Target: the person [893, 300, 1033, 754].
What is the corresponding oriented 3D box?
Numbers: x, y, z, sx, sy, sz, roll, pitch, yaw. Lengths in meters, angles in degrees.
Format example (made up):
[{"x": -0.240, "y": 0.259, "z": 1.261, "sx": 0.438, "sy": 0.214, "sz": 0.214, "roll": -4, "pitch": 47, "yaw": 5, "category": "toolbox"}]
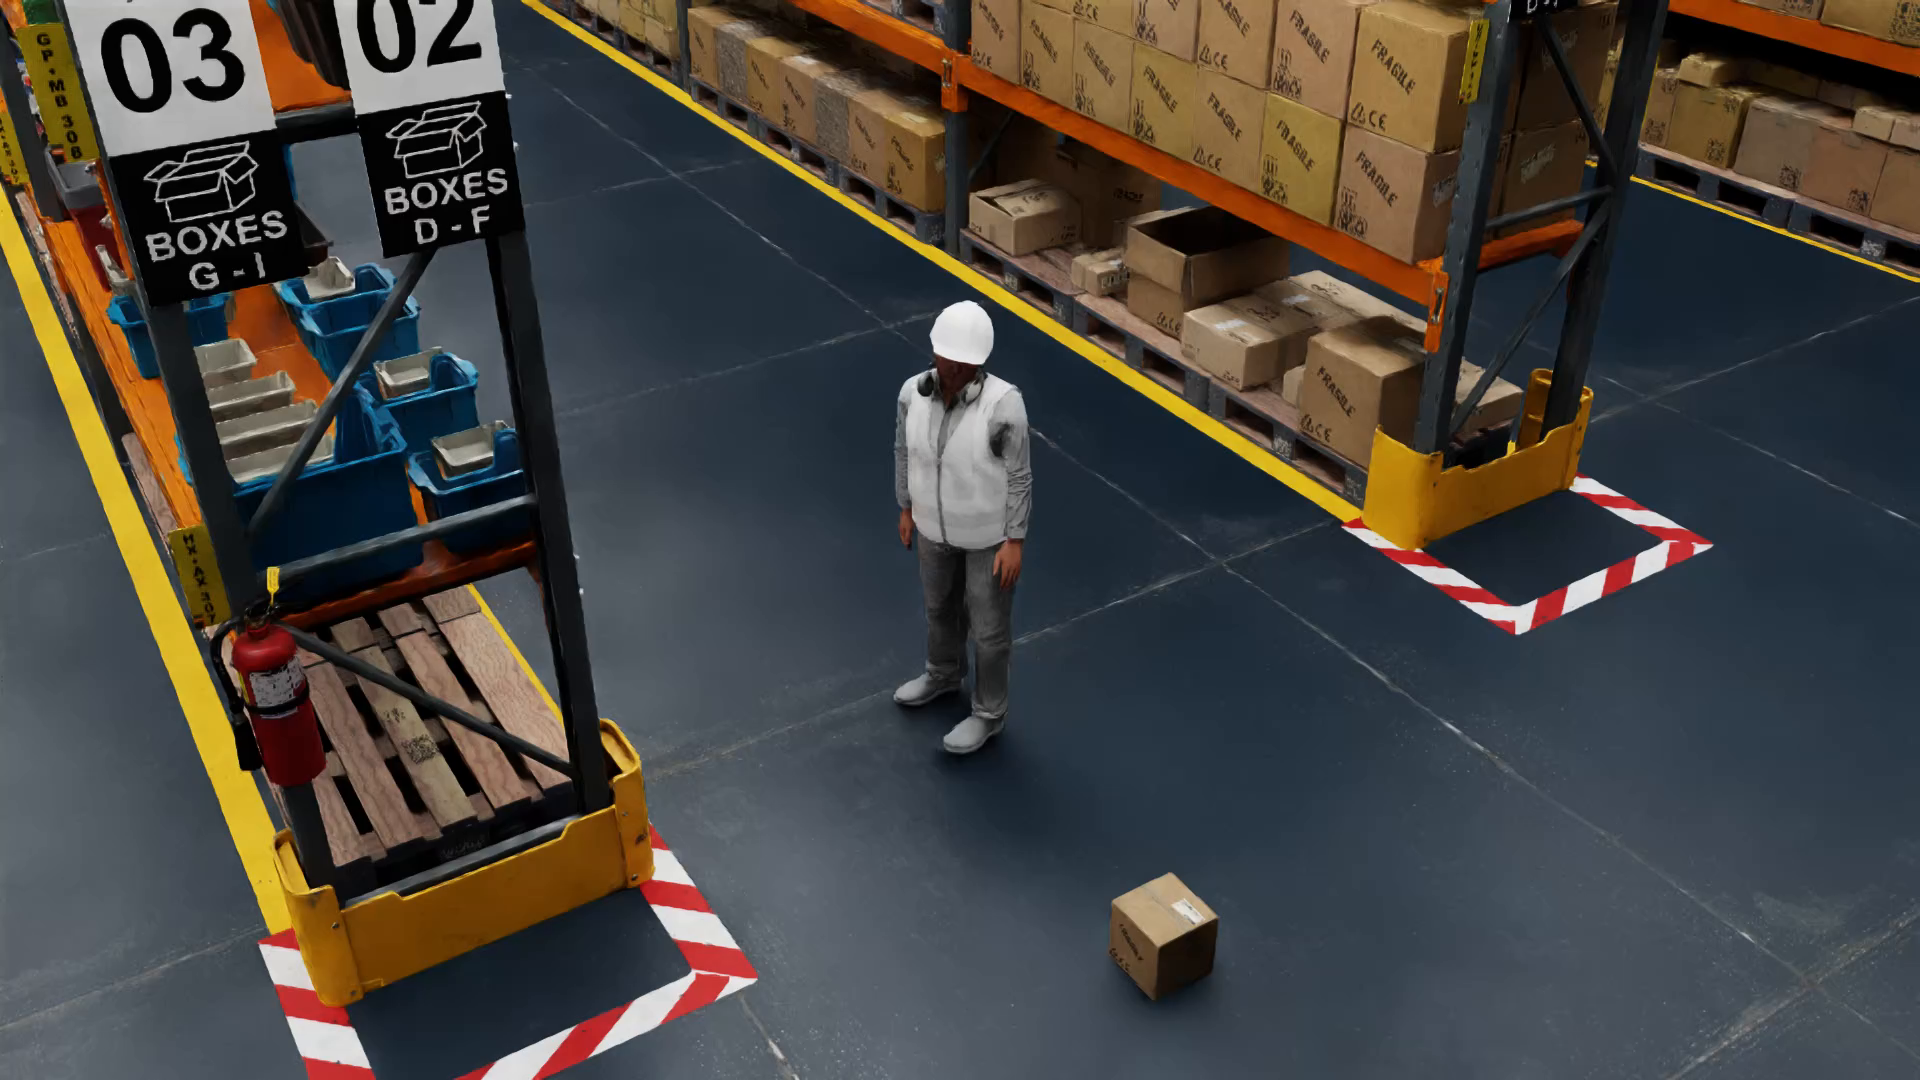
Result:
[{"x": -0.021, "y": -0.039, "z": 6.124, "sx": 0.577, "sy": 1.779, "sz": 0.472, "roll": 18, "pitch": 37, "yaw": 26, "category": "person"}]
